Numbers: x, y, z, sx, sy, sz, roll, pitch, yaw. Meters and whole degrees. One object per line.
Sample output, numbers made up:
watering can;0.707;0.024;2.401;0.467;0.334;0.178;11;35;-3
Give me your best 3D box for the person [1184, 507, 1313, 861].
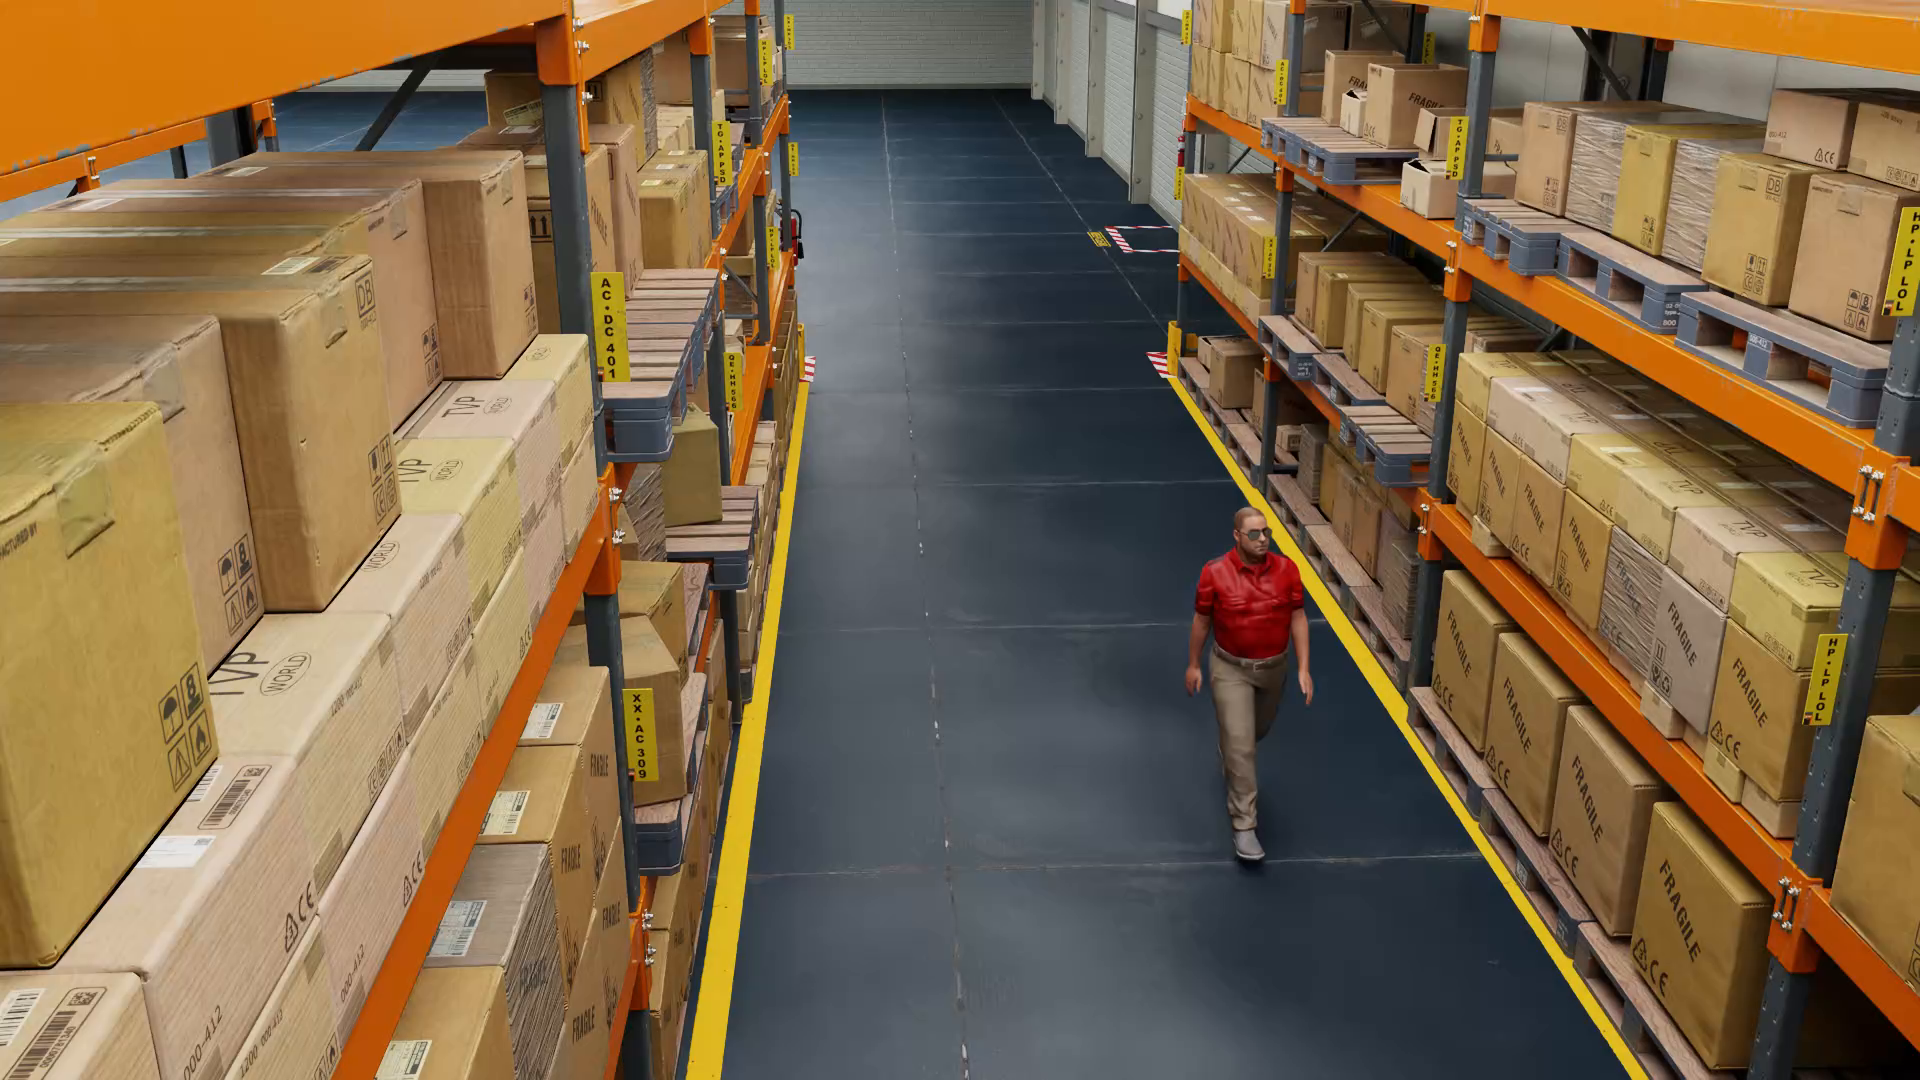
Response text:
person;1.466;0.648;8.362;0.566;1.670;1.056;-5;21;-13
